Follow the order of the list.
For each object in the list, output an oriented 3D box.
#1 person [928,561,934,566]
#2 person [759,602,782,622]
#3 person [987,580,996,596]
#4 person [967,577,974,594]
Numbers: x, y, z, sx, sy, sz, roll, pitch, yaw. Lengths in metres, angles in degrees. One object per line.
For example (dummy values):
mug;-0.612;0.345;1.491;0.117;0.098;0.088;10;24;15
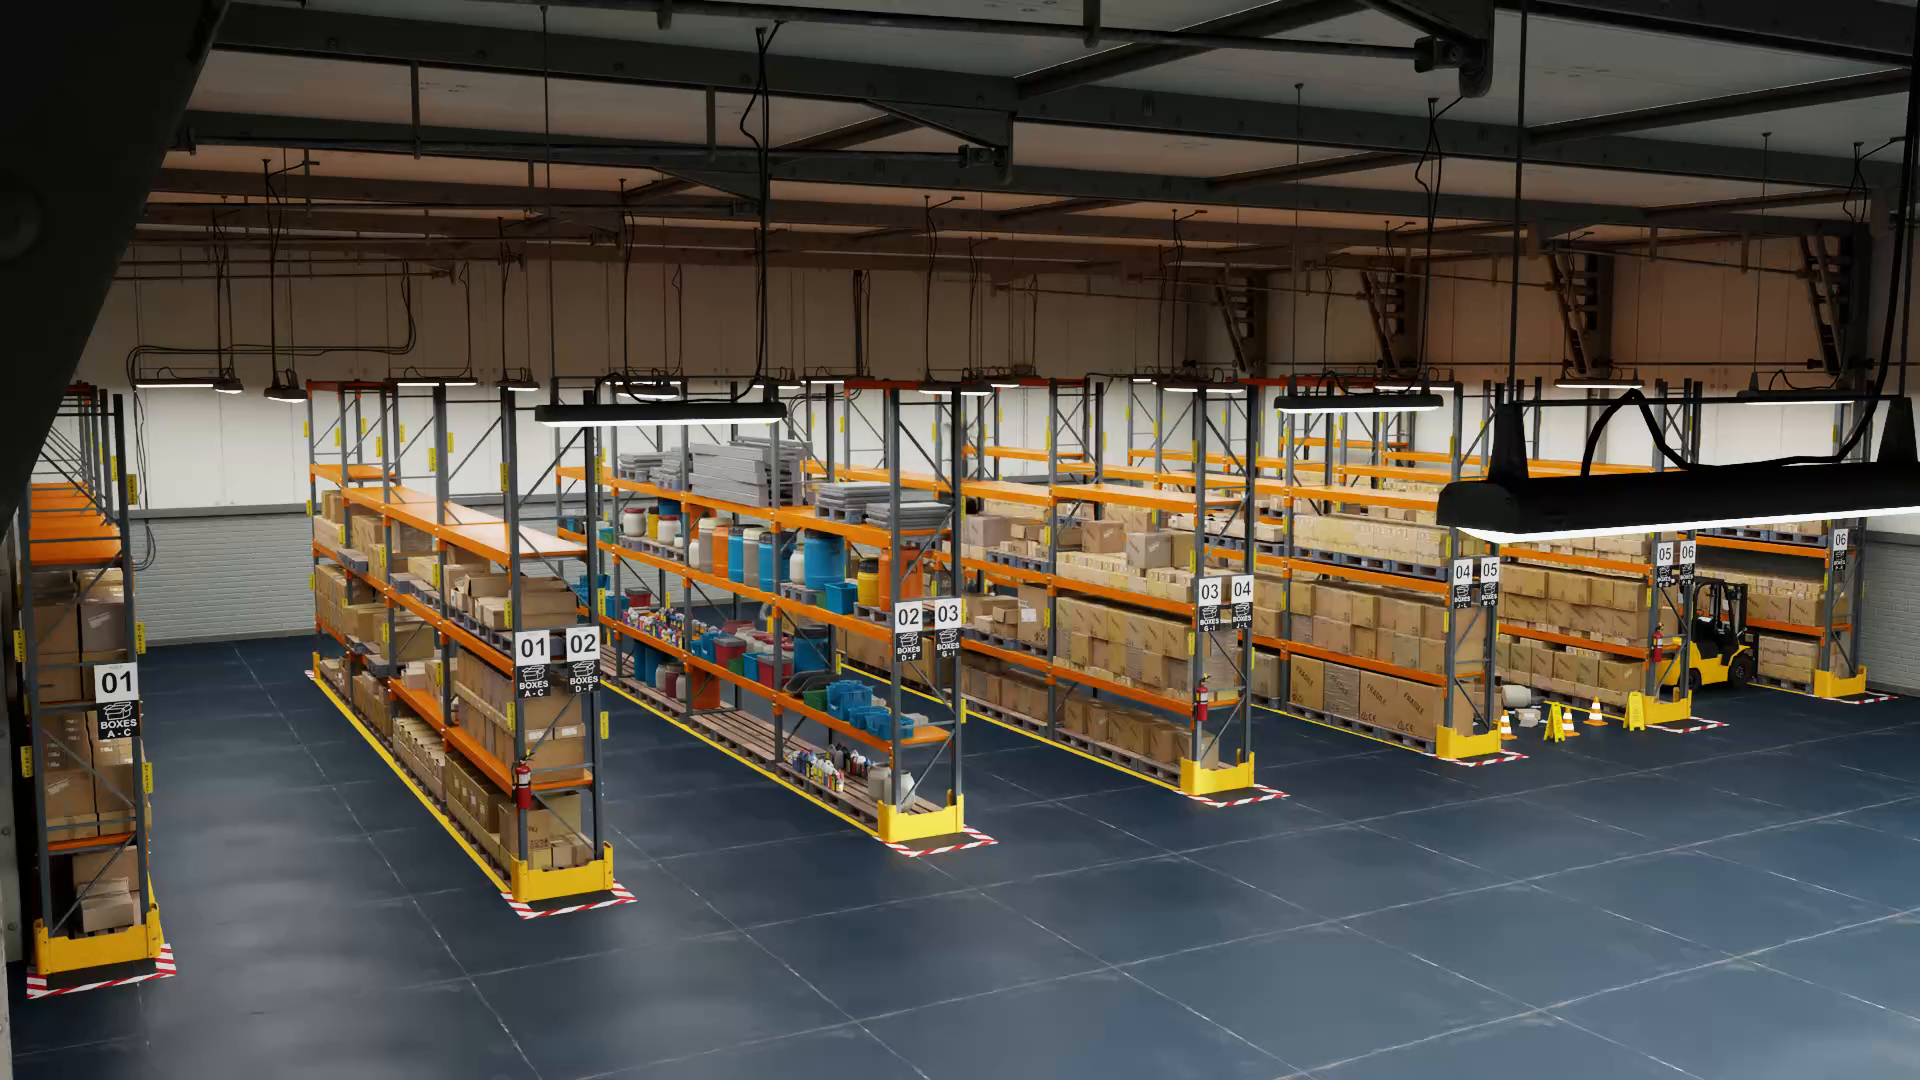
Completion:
person;-0.663;1.306;39.696;0.570;1.637;0.565;-1;6;-10
person;-4.621;1.158;40.599;0.719;1.819;0.701;2;6;20
person;0.552;1.627;34.060;0.616;1.623;0.599;-4;7;-35
person;0.159;1.056;42.114;0.513;1.613;0.620;0;6;1
